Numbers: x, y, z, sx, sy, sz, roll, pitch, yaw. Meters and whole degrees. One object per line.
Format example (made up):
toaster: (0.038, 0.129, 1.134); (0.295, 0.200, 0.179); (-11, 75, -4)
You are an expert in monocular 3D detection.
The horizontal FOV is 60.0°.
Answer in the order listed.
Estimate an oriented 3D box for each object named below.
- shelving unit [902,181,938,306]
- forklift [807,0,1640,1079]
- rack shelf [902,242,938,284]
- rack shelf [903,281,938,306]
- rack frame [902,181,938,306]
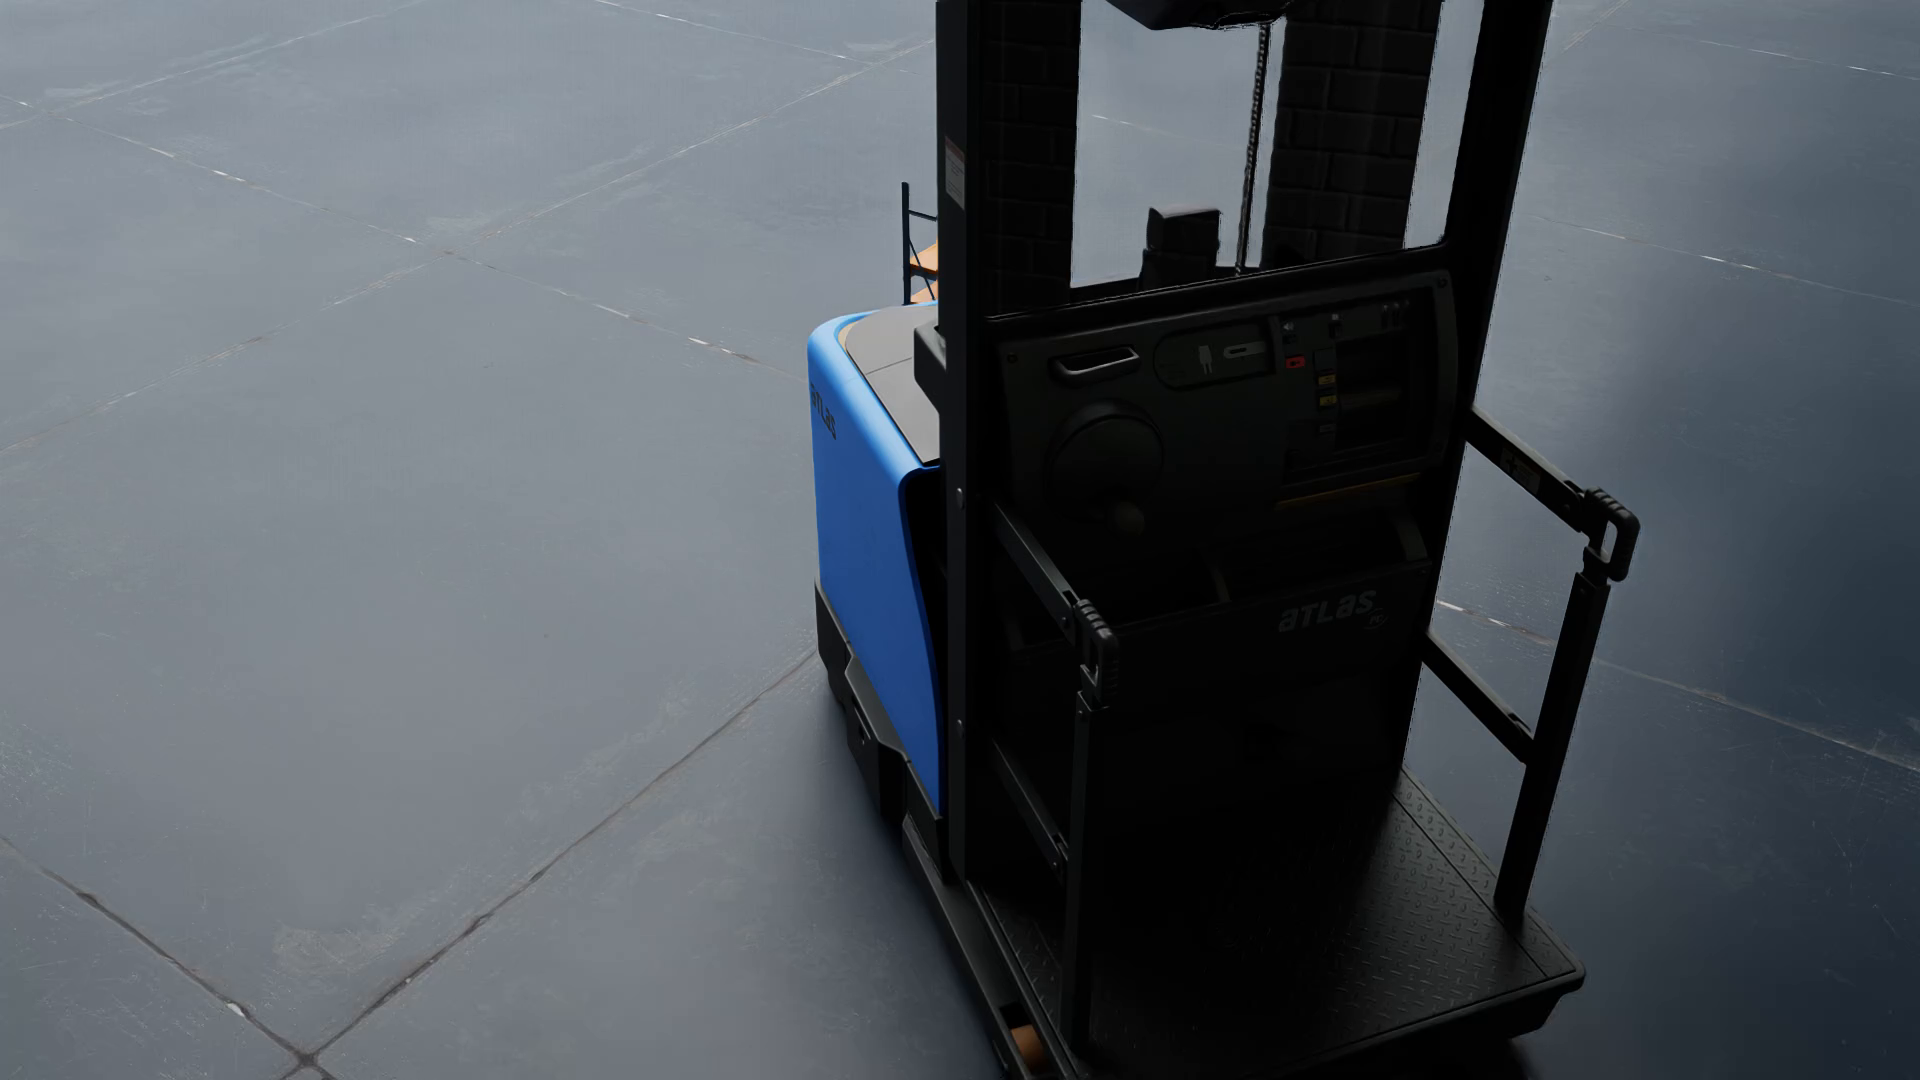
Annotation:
shelving unit: (-0.008, -0.490, 4.904); (0.258, 1.200, 0.189); (21, 39, 28)
forklift: (0.589, -0.194, 2.920); (1.130, 2.935, 3.031); (-12, 36, -17)
rack shelf: (-0.008, -0.752, 4.727); (0.258, 0.103, 0.180); (21, 39, 28)
rack shelf: (-0.008, -0.652, 4.794); (0.258, 0.103, 0.180); (21, 39, 28)
rack frame: (-0.060, -0.448, 4.842); (0.240, 1.200, 0.006); (21, 39, 28)
